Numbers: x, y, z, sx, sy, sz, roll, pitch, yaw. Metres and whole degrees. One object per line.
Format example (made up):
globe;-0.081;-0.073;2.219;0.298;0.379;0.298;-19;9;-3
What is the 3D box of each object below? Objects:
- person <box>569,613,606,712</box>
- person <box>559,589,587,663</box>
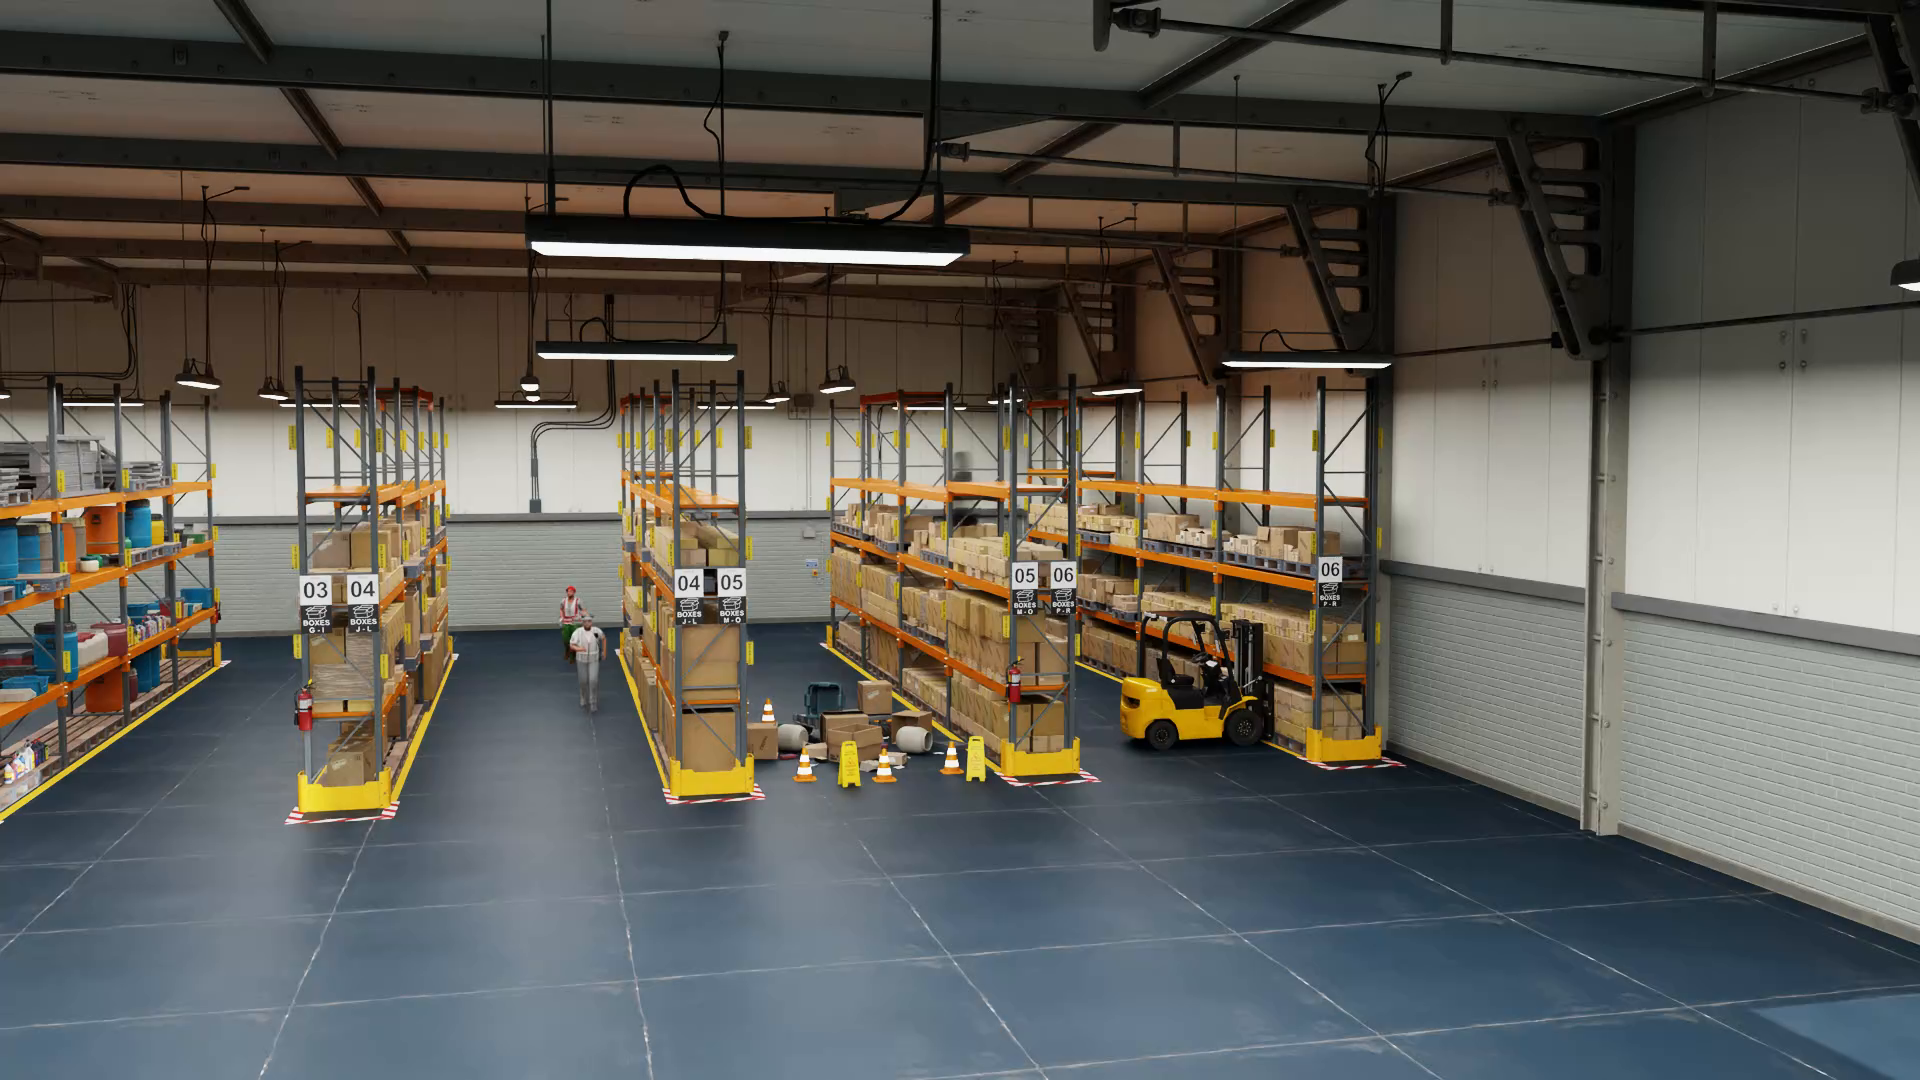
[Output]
person;-6.941;2.279;31.042;0.679;1.844;0.825;-1;4;-15
person;-8.713;1.925;37.330;0.638;1.702;0.608;0;3;-1
